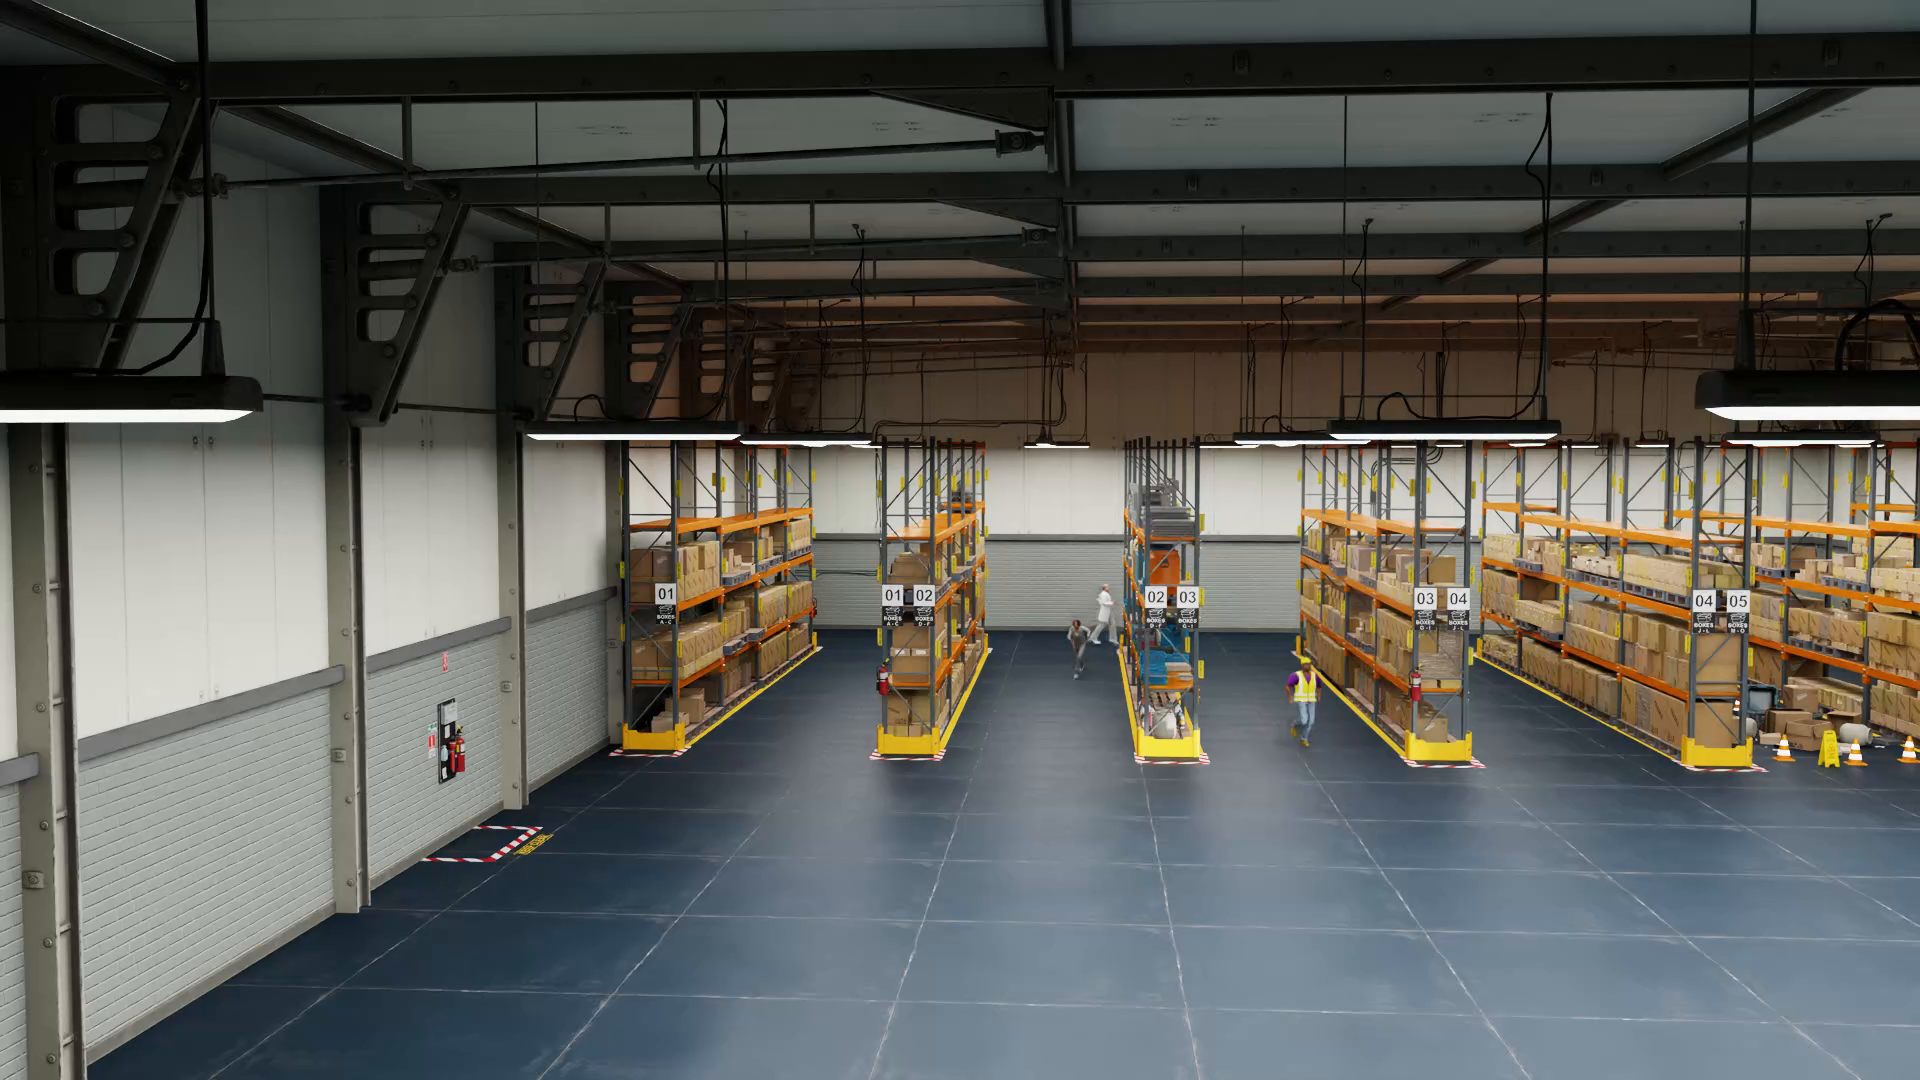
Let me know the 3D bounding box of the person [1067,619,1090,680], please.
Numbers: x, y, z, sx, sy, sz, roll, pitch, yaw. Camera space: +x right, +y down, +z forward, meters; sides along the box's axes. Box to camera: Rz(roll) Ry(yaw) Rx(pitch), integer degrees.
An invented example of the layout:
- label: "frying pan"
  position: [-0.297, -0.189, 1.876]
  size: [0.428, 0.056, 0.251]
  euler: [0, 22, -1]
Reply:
- label: "person"
  position: [3.020, 2.733, 42.048]
  size: [0.577, 1.546, 0.909]
  euler: [1, 3, 12]

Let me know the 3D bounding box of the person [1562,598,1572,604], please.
- label: "person"
  position: [16.706, 2.448, 45.803]
  size: [0.627, 1.720, 0.787]
  euler: [0, 3, -5]

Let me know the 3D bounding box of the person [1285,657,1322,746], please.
- label: "person"
  position: [6.719, 3.140, 32.353]
  size: [0.717, 1.715, 0.591]
  euler: [-1, 3, -9]

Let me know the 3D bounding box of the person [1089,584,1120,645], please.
- label: "person"
  position: [4.276, 2.193, 48.979]
  size: [0.918, 1.823, 0.702]
  euler: [1, 3, 18]

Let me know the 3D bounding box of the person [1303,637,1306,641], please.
- label: "person"
  position: [10.120, 2.307, 47.878]
  size: [0.687, 1.727, 0.701]
  euler: [-1, 3, -10]
